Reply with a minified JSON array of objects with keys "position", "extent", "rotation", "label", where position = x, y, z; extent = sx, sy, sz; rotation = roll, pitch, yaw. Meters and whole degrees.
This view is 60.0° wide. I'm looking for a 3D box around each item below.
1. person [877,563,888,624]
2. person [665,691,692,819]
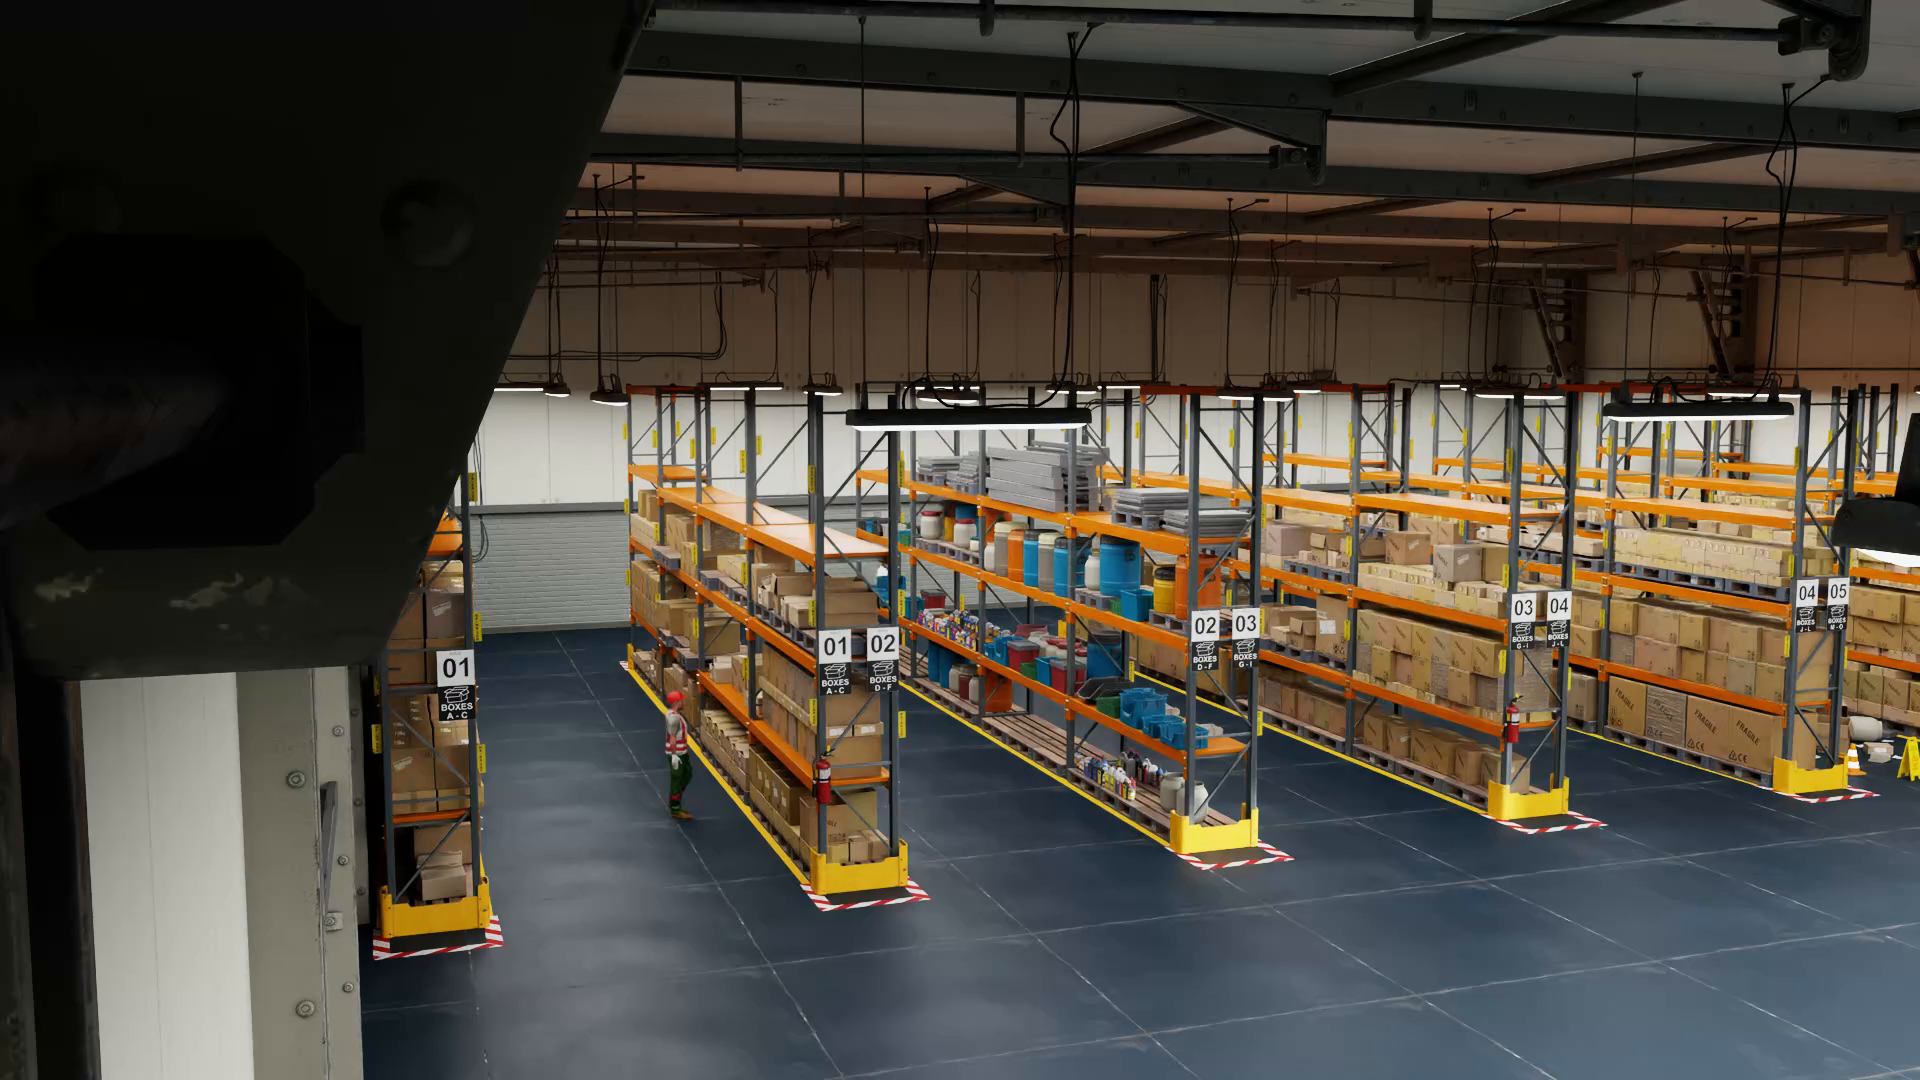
[{"position":[-1.798,1.267,40.802],"extent":[1.123,1.735,0.702],"rotation":[0,6,0],"label":"person"},{"position":[-3.974,3.030,23.483],"extent":[0.384,1.813,0.612],"rotation":[0,6,-3],"label":"person"}]
